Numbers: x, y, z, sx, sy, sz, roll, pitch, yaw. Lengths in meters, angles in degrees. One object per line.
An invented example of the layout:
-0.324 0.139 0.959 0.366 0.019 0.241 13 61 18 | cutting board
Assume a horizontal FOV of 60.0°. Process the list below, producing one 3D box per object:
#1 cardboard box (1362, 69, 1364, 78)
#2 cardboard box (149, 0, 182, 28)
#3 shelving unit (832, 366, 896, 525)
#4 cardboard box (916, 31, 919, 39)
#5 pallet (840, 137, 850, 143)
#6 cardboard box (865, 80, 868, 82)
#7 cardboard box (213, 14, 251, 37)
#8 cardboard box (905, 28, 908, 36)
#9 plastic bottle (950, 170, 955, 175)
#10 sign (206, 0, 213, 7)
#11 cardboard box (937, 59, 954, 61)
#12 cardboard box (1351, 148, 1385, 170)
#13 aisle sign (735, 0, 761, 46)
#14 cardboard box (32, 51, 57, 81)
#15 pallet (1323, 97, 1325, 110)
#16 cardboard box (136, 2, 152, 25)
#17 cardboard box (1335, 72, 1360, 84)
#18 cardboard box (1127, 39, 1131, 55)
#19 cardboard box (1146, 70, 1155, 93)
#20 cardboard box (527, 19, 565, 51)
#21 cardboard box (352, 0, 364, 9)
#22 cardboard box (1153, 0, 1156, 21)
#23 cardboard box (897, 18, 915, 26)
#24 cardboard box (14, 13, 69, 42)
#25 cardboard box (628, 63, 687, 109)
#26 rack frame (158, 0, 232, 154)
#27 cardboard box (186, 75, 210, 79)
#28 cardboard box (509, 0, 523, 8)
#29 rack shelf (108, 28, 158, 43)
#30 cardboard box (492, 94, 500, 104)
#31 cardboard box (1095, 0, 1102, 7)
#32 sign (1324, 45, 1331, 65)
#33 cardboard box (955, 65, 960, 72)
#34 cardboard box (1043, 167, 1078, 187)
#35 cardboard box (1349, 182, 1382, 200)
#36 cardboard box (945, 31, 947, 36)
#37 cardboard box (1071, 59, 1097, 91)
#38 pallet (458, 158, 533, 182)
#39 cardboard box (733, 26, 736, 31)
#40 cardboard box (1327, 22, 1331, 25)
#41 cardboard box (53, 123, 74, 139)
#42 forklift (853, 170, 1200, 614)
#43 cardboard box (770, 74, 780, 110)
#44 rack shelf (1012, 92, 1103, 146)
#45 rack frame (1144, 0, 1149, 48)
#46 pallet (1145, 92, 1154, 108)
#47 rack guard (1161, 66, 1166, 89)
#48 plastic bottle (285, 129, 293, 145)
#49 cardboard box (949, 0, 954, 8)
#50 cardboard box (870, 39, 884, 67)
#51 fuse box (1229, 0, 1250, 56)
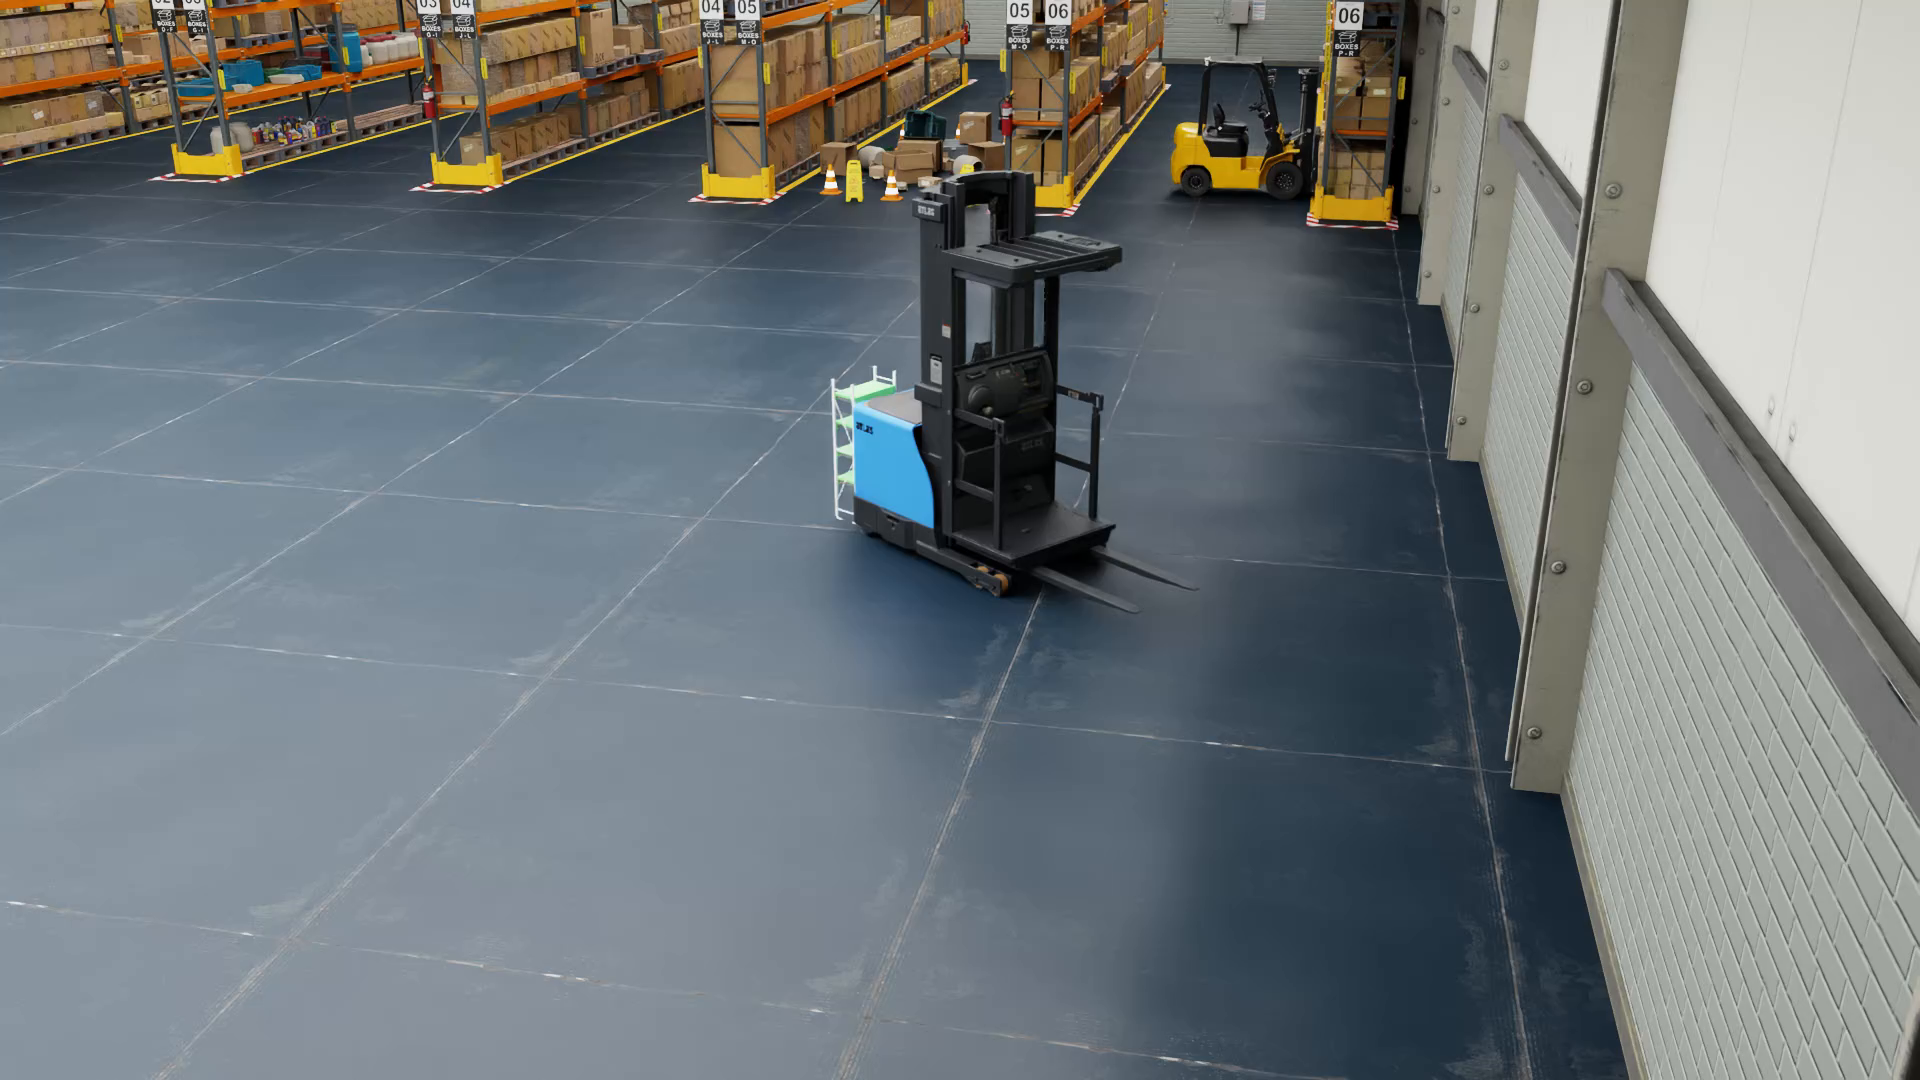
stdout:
6.841 -7.690 27.460 0.380 0.149 0.250 5 23 13 | cardboard box
-20.458 -13.379 42.186 0.980 0.700 0.700 5 22 12 | cardboard box
-0.779 -0.782 13.720 0.258 1.200 0.503 18 28 38 | shelving unit
-1.142 -11.317 37.244 0.380 0.149 0.250 5 22 11 | cardboard box
-2.751 -7.563 31.881 1.003 0.211 1.213 4 22 11 | pallet
-2.136 -9.685 35.196 0.500 0.250 0.500 4 22 10 | cardboard box
-16.532 -11.683 37.682 0.700 0.500 0.500 -3 22 -7 | cardboard box
-1.356 -11.068 36.226 0.380 0.149 0.250 5 22 11 | cardboard box
-0.067 -6.536 29.532 0.133 0.061 0.283 8 23 20 | plastic bottle
-12.797 -9.251 28.311 0.100 0.325 0.005 4 22 11 | sign
-0.353 -11.805 41.139 0.380 0.149 0.250 5 22 12 | cardboard box
6.359 -5.933 25.880 0.500 0.250 0.500 4 22 10 | cardboard box
-3.372 -8.263 26.406 0.394 0.787 0.004 4 22 11 | aisle sign
-17.762 -9.060 31.731 0.700 0.500 0.500 5 23 13 | cardboard box
8.665 -9.735 37.273 1.003 0.211 1.213 4 22 11 | pallet
-20.432 -13.048 41.208 0.500 0.500 0.500 4 22 10 | cardboard box
5.962 -7.113 25.631 0.380 0.149 0.250 4 22 11 | cardboard box
3.193 -10.020 33.780 0.500 0.250 0.500 4 22 11 | cardboard box
4.080 -10.709 38.828 0.875 0.438 0.875 4 22 9 | cardboard box
-7.593 -9.264 30.500 0.500 0.500 0.500 4 22 11 | cardboard box
-15.258 -13.516 41.456 0.500 0.500 0.500 4 22 9 | cardboard box
4.223 -12.191 38.166 0.500 0.500 0.500 5 22 12 | cardboard box
-1.202 -11.494 36.887 0.380 0.149 0.250 4 22 9 | cardboard box
-17.656 -9.858 31.975 0.700 0.500 0.500 4 22 11 | cardboard box
-6.692 -9.907 36.249 1.225 0.875 0.875 3 22 8 | cardboard box
-13.335 -7.899 28.981 1.000 3.000 0.127 4 22 11 | rack frame
-16.945 -10.214 37.097 0.500 0.311 0.500 5 23 13 | cardboard box
-7.930 -9.369 28.818 0.500 0.250 0.500 4 22 11 | cardboard box
-20.993 -11.977 40.071 1.077 0.370 4.000 4 22 11 | rack shelf
-8.125 -7.580 28.527 0.380 0.149 0.250 4 22 11 | cardboard box
2.266 -9.364 28.942 0.380 0.149 0.250 5 22 11 | cardboard box
6.359 -8.390 28.756 0.100 0.325 0.005 4 22 11 | sign
-0.214 -11.753 41.407 0.380 0.149 0.250 4 22 9 | cardboard box
1.651 -5.959 27.283 0.500 0.250 0.500 4 22 10 | cardboard box
6.367 -5.473 26.076 0.500 0.250 0.500 5 22 11 | cardboard box
-0.525 -12.236 40.086 0.380 0.149 0.250 4 22 9 | cardboard box
2.086 -8.043 28.806 0.500 0.500 0.500 5 23 13 | cardboard box
-8.270 -6.550 29.364 1.003 0.211 1.213 4 22 11 | pallet
-5.579 -12.311 39.740 0.500 0.250 0.500 4 22 11 | cardboard box
8.101 -10.669 35.164 0.700 0.500 0.500 5 22 12 | cardboard box
-17.548 -7.924 32.164 0.500 0.250 0.500 4 22 11 | cardboard box
0.478 -1.154 12.327 1.130 2.935 3.031 -18 28 -38 | forklift
-3.529 -7.517 27.834 0.875 0.550 0.550 4 22 11 | cardboard box
1.624 -7.163 28.118 1.077 0.370 4.000 4 22 11 | rack shelf
3.664 -11.154 37.064 1.000 3.000 0.127 4 22 11 | rack frame
3.896 -10.133 38.261 1.003 0.211 1.213 4 22 11 | pallet
4.485 -11.466 41.186 1.175 0.500 0.348 4 22 11 | rack guard
-12.596 -7.563 31.196 0.061 0.283 0.133 5 22 12 | plastic bottle
-0.437 -13.043 39.884 0.500 0.500 0.500 6 23 14 | cardboard box
-1.847 -9.893 33.799 0.500 0.500 0.500 4 22 11 | cardboard box
7.635 -13.870 45.532 0.539 1.711 0.414 4 22 11 | fuse box
